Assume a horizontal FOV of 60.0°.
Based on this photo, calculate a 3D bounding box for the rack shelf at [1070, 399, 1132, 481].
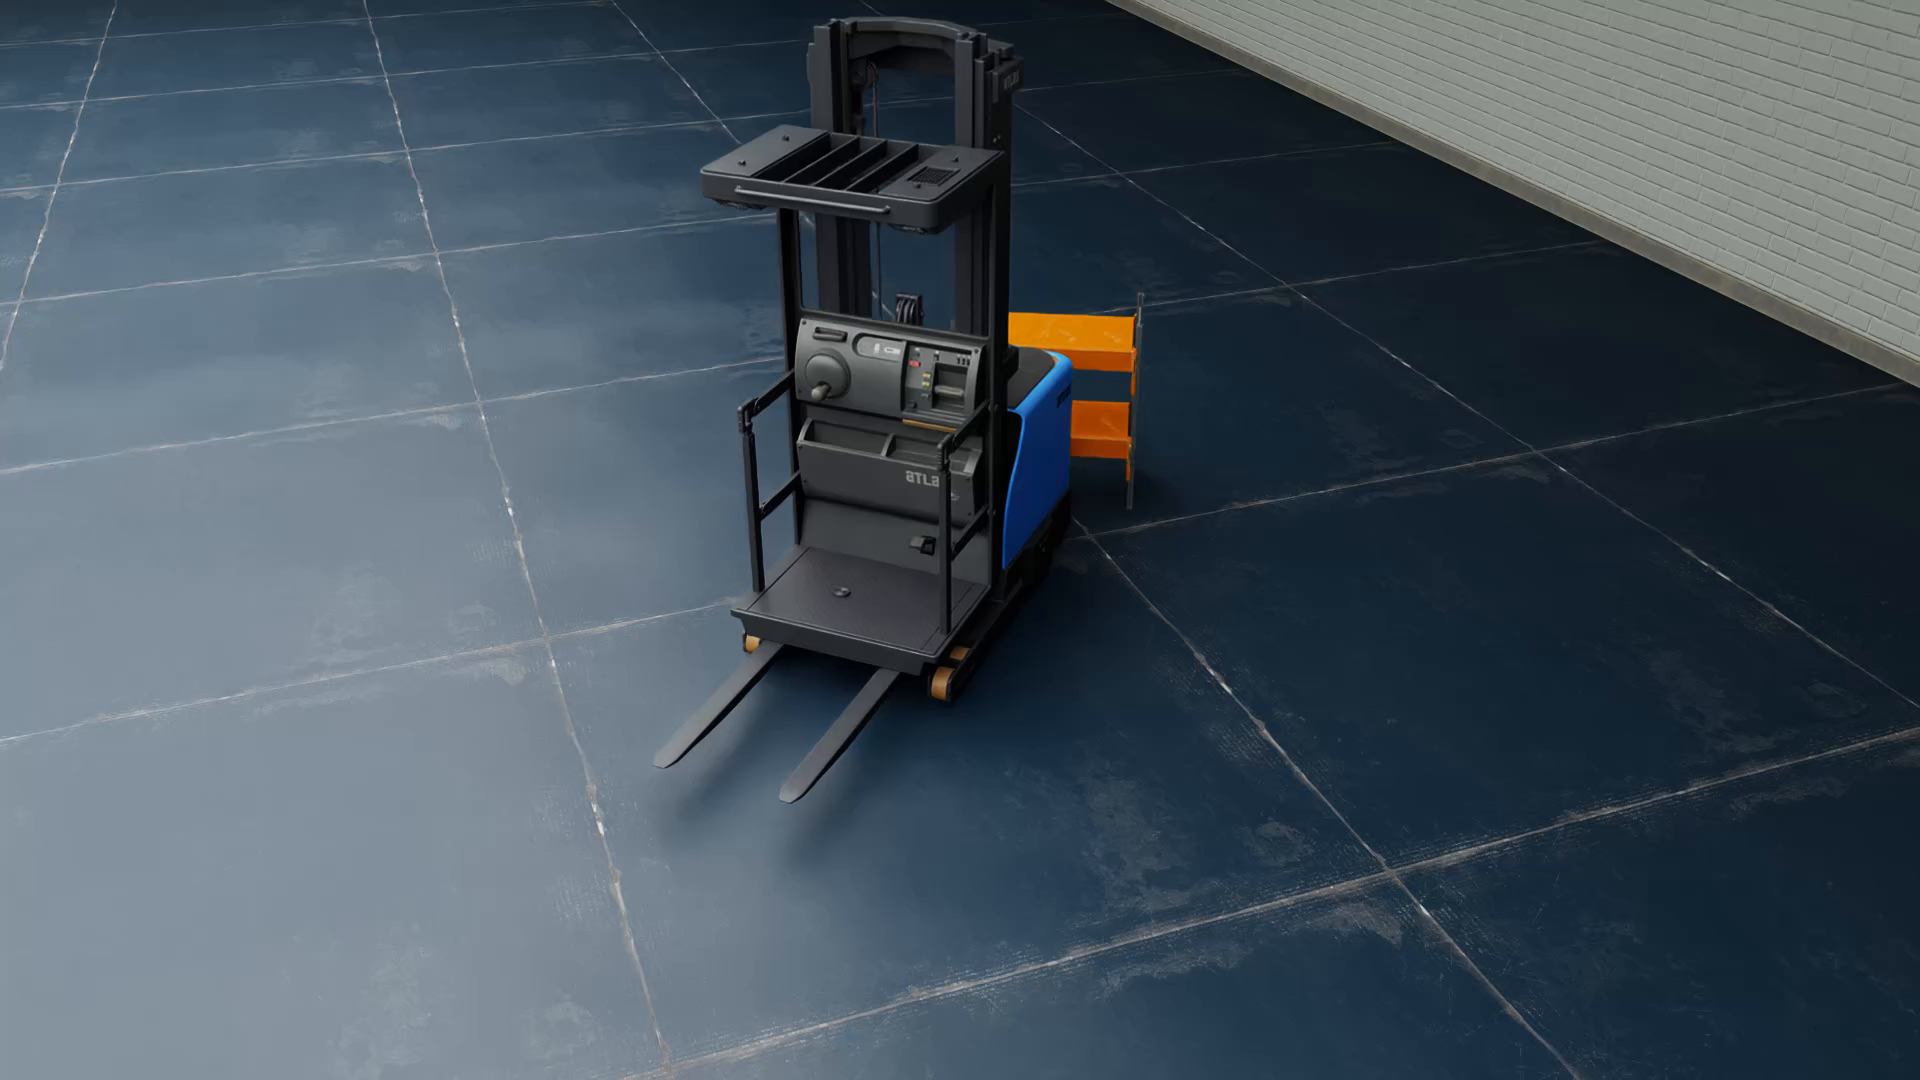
[{"bbox_3d":[0.496,-0.606,9.671,1.000,0.278,0.538,3,30,5],"label":"rack shelf"}]

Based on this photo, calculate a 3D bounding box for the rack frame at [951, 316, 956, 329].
[{"bbox_3d":[-0.010,-0.845,9.596,0.032,1.125,0.500,3,30,5],"label":"rack frame"}]

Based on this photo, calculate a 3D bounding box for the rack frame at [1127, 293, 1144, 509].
[{"bbox_3d":[1.002,-0.792,9.504,0.032,1.125,0.500,3,30,5],"label":"rack frame"}]

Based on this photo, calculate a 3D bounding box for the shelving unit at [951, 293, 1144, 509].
[{"bbox_3d":[0.496,-0.818,9.550,1.048,1.125,0.538,3,30,5],"label":"shelving unit"}]

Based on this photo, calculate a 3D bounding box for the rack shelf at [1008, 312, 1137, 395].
[{"bbox_3d":[0.496,-1.073,9.405,1.000,0.278,0.538,3,30,5],"label":"rack shelf"}]

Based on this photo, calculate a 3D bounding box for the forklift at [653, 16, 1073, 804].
[{"bbox_3d":[-0.422,-0.745,7.597,1.130,2.935,3.031,12,32,20],"label":"forklift"}]
